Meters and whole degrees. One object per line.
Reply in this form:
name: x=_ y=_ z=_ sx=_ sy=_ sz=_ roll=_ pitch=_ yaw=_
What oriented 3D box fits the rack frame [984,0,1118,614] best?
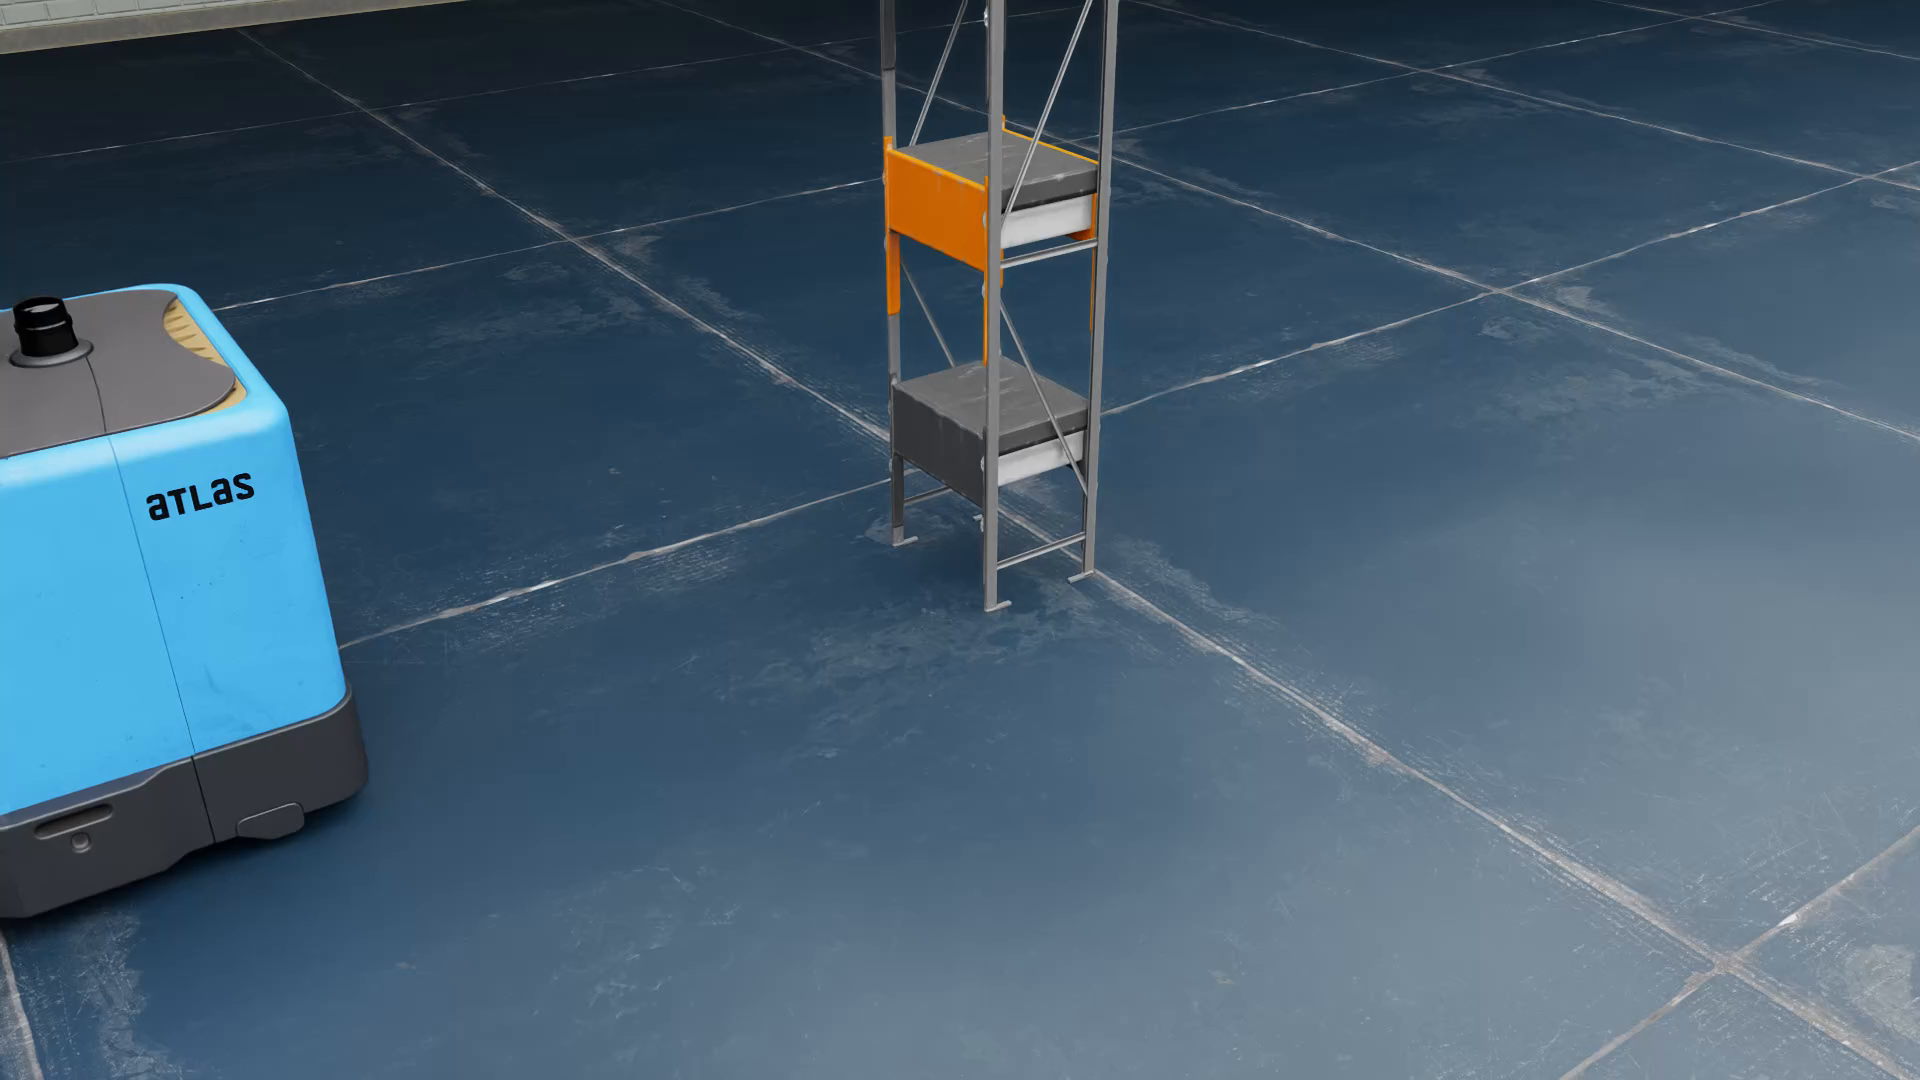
rack frame: x=0.238 y=-0.763 z=4.456 sx=0.400 sy=2.100 sz=0.015 roll=-19 pitch=34 yaw=-31

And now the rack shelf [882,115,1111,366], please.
rack shelf: x=0.096 y=-0.846 z=4.637 sx=0.431 sy=0.518 sz=0.480 roll=-19 pitch=34 yaw=-31

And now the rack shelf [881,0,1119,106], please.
rack shelf: x=0.096 y=-1.461 z=4.303 sx=0.431 sy=0.518 sz=0.480 roll=-19 pitch=34 yaw=-31

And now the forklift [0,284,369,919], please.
forklift: x=-2.943 y=-0.432 z=2.974 sx=3.031 sy=2.935 sz=1.130 roll=-18 pitch=33 yaw=-29

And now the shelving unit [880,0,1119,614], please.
shelving unit: x=0.096 y=-0.858 z=4.630 sx=0.431 sy=2.100 sz=0.503 roll=-19 pitch=34 yaw=-31

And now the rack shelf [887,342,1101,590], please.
rack shelf: x=0.096 y=-0.231 z=4.971 sx=0.431 sy=0.518 sz=0.480 roll=-19 pitch=34 yaw=-31

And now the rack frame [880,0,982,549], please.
rack frame: x=-0.046 y=-0.953 z=4.805 sx=0.400 sy=2.100 sz=0.015 roll=-19 pitch=34 yaw=-31
